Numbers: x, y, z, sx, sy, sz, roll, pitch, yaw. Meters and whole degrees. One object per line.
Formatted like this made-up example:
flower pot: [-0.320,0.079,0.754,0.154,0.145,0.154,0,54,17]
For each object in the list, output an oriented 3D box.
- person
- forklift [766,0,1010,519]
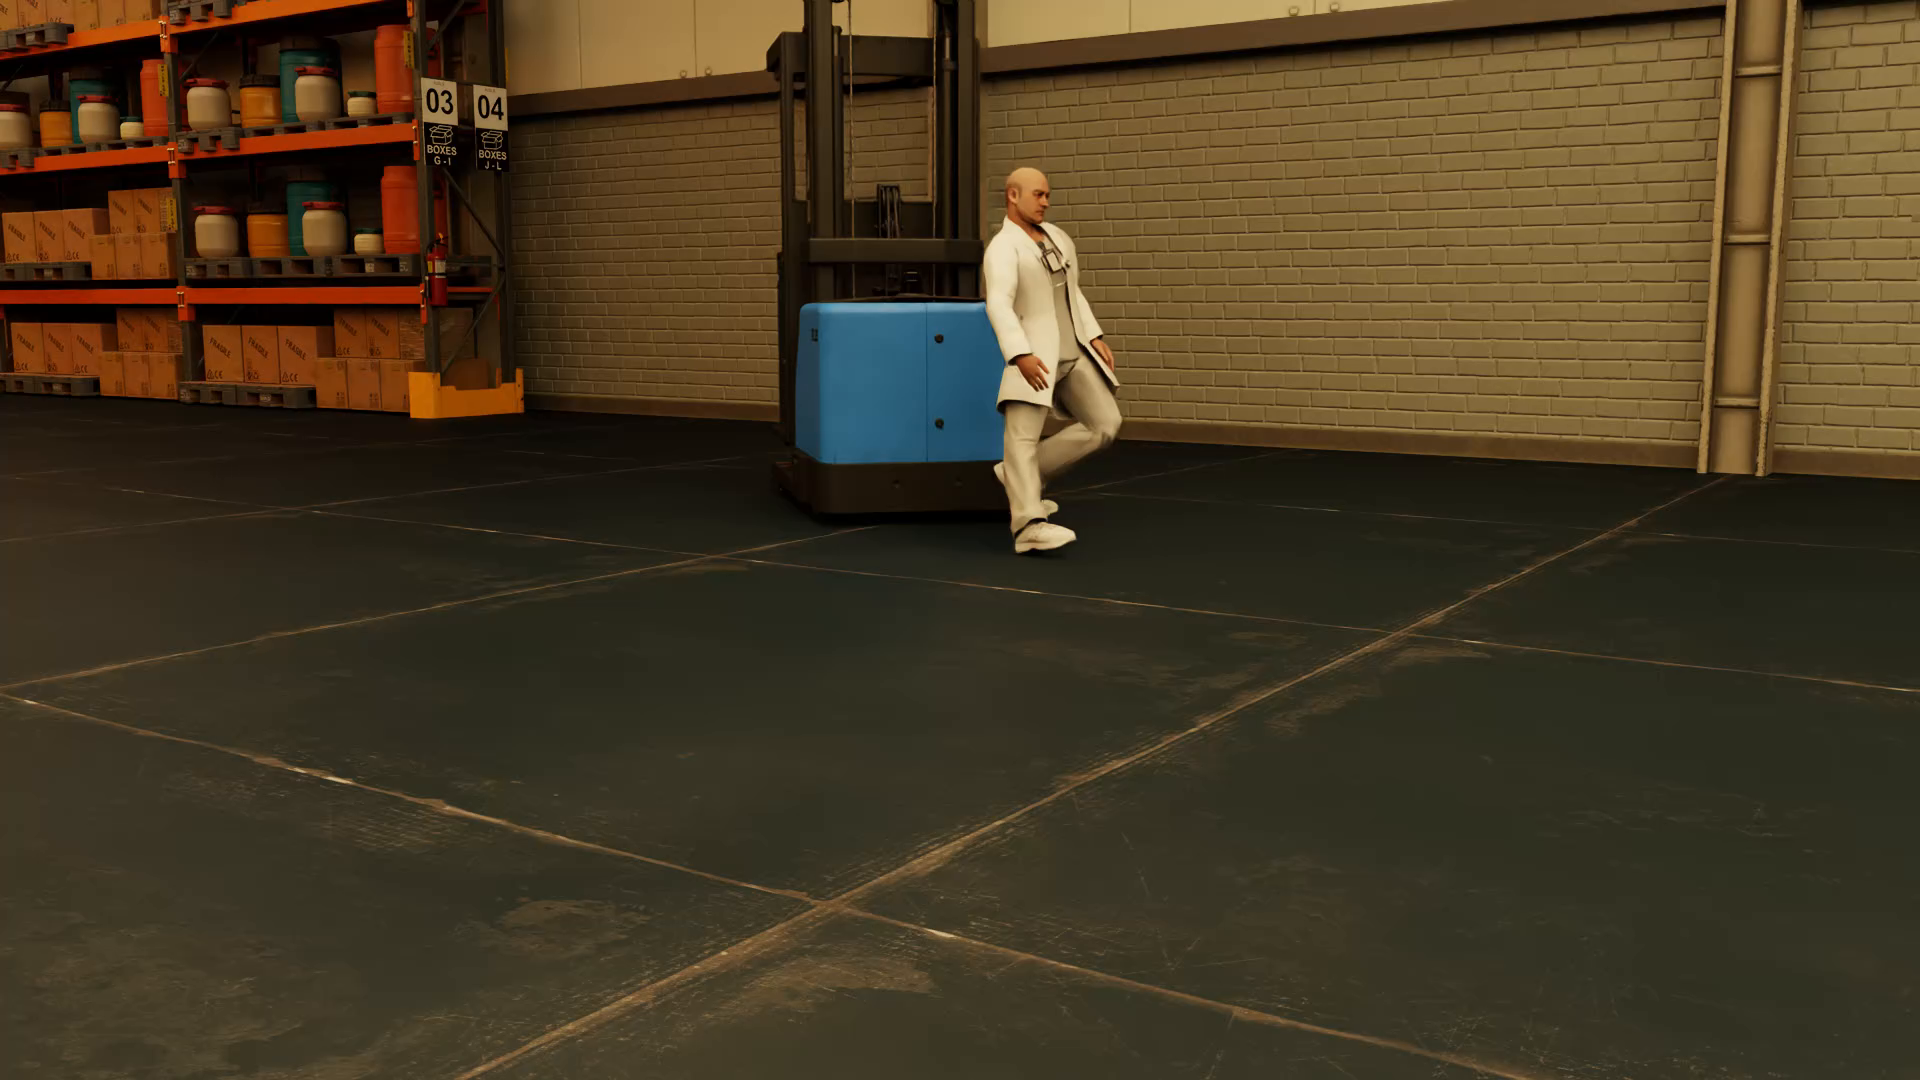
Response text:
person: [0.456,-0.809,7.351,0.756,1.668,0.769,-7,11,-41]
forklift: [-0.483,-1.726,9.334,1.130,2.935,3.031,-2,8,-12]
